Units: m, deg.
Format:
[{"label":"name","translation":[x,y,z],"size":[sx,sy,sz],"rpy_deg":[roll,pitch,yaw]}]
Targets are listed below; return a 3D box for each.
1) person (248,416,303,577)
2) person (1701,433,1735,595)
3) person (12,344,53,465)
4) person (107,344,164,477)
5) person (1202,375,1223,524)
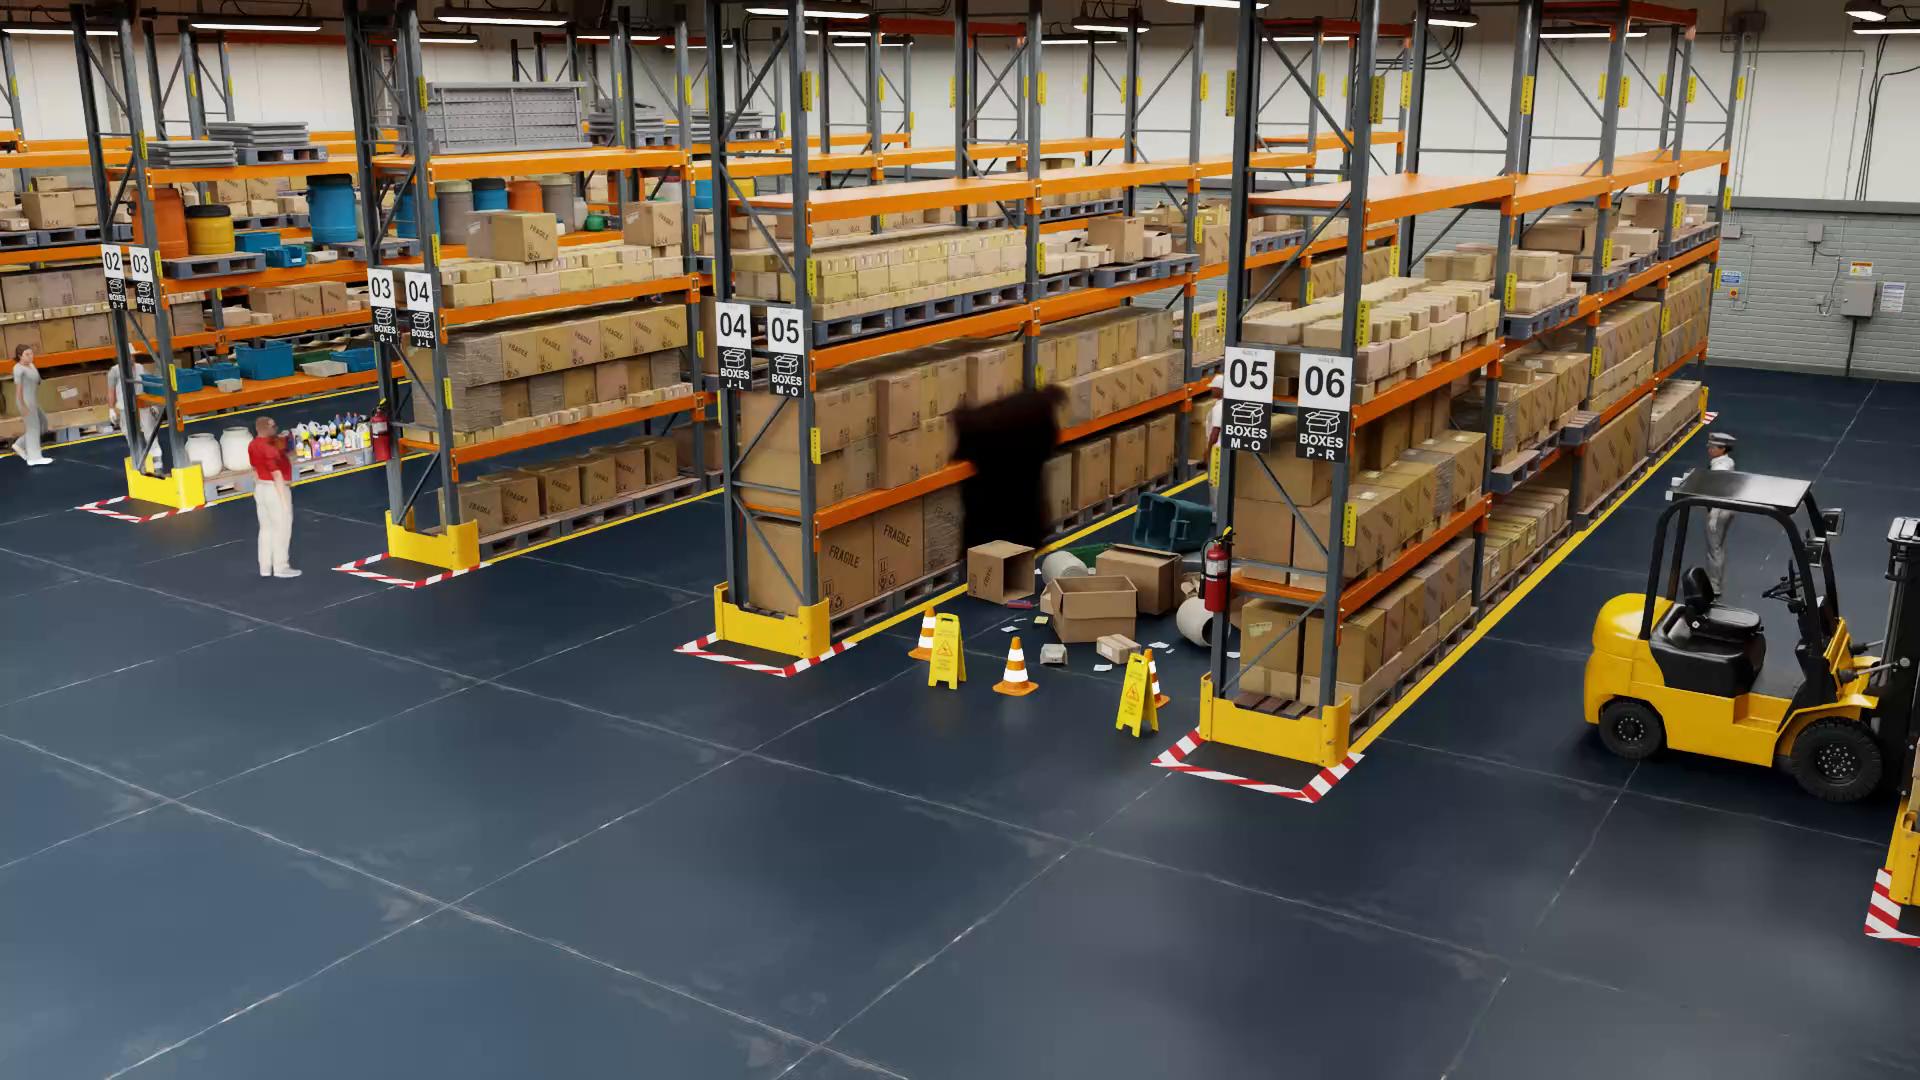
[{"label":"person","translation":[-7.298,-0.453,17.662],"size":[0.602,1.756,0.408],"rpy_deg":[11,19,35]},{"label":"person","translation":[7.775,-0.273,17.095],"size":[0.354,1.674,0.519],"rpy_deg":[15,21,43]},{"label":"person","translation":[-12.772,-1.857,22.732],"size":[0.498,1.663,0.481],"rpy_deg":[-8,17,-26]},{"label":"person","translation":[-10.964,-1.715,22.070],"size":[0.606,1.790,0.436],"rpy_deg":[-7,17,-25]},{"label":"person","translation":[3.092,-1.086,19.782],"size":[0.394,1.768,0.586],"rpy_deg":[11,19,35]}]
